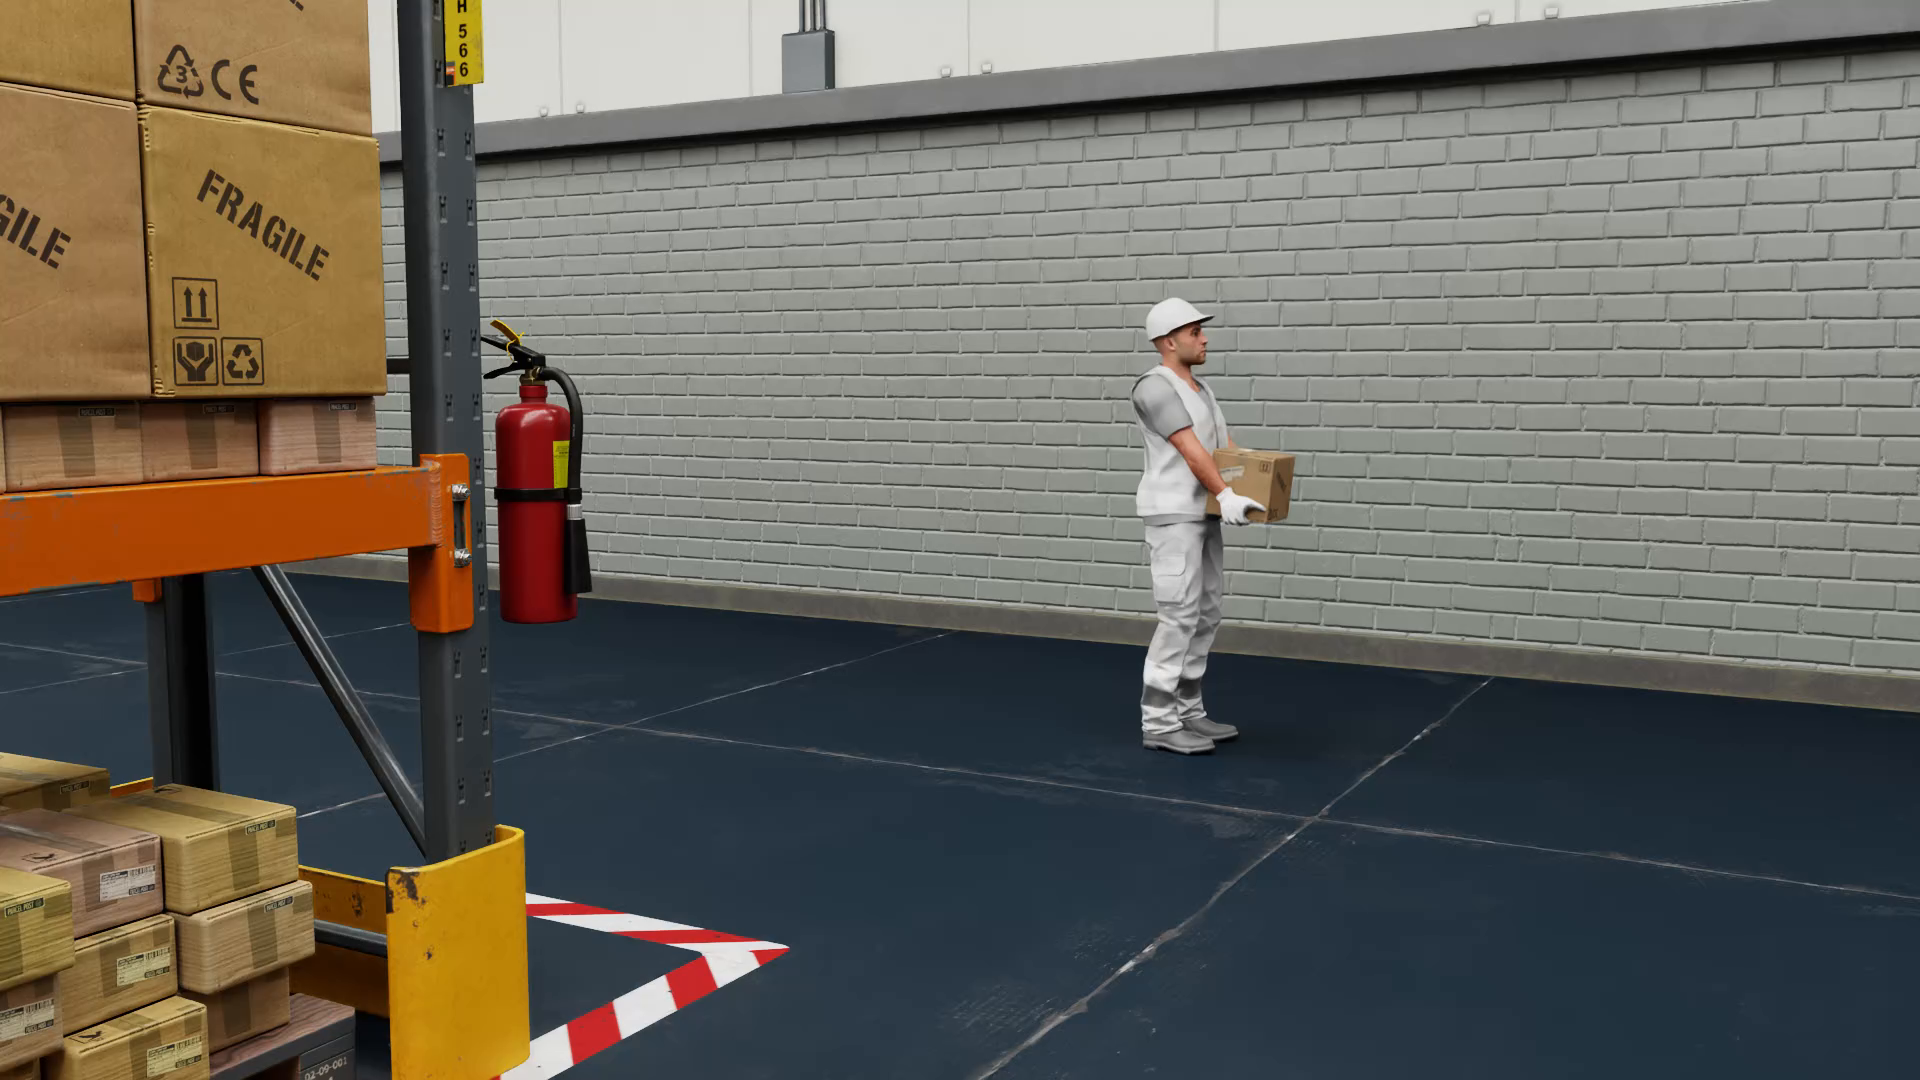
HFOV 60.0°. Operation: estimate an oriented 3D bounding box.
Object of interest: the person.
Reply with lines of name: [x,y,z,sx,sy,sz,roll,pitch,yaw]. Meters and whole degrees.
person: [0.989,-0.062,6.591,0.568,1.783,0.494,3,7,30]
